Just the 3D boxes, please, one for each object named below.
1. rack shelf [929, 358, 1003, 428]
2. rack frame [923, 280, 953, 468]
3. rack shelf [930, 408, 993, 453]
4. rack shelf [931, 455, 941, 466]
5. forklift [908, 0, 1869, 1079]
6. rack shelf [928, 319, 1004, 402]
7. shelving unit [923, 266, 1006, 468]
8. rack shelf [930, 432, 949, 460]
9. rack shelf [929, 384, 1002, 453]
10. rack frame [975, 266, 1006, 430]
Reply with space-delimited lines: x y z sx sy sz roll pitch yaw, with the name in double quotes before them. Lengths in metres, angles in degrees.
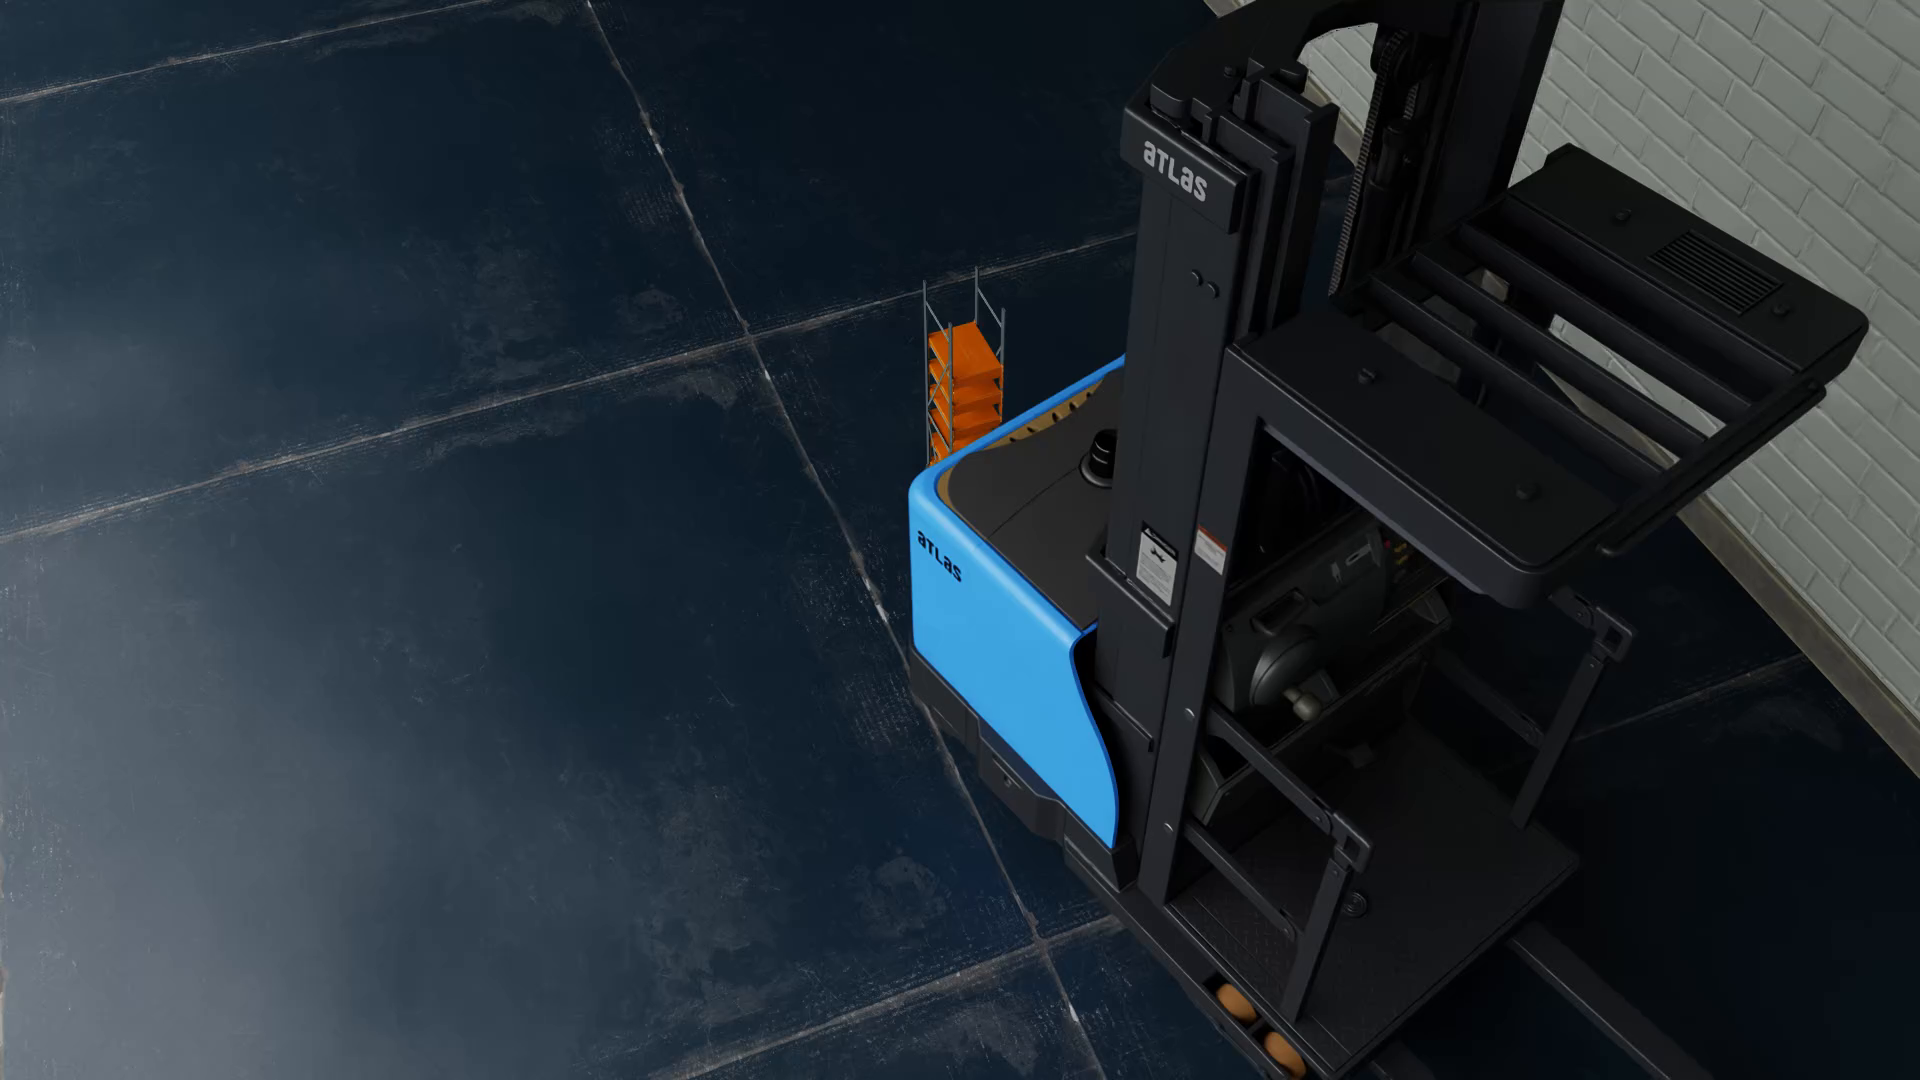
"rack shelf" 0.013 -0.522 5.650 0.180 0.103 0.258 -17 52 -14
"rack frame" -0.071 -0.369 5.776 0.006 1.200 0.240 -17 52 -14
"rack shelf" 0.013 -0.366 5.832 0.180 0.103 0.258 -17 52 -14
"rack shelf" 0.013 -0.210 6.014 0.180 0.103 0.258 -17 52 -14
"forklift" 1.141 0.211 4.136 1.130 2.935 3.031 -31 56 -24
"rack shelf" 0.013 -0.601 5.559 0.180 0.103 0.258 -17 52 -14
"shelving unit" 0.013 -0.395 5.798 0.189 1.200 0.258 -17 52 -14
"rack shelf" 0.013 -0.288 5.923 0.180 0.103 0.258 -17 52 -14
"rack shelf" 0.013 -0.444 5.741 0.180 0.103 0.258 -17 52 -14
"rack frame" 0.098 -0.421 5.821 0.006 1.200 0.240 -17 52 -14
